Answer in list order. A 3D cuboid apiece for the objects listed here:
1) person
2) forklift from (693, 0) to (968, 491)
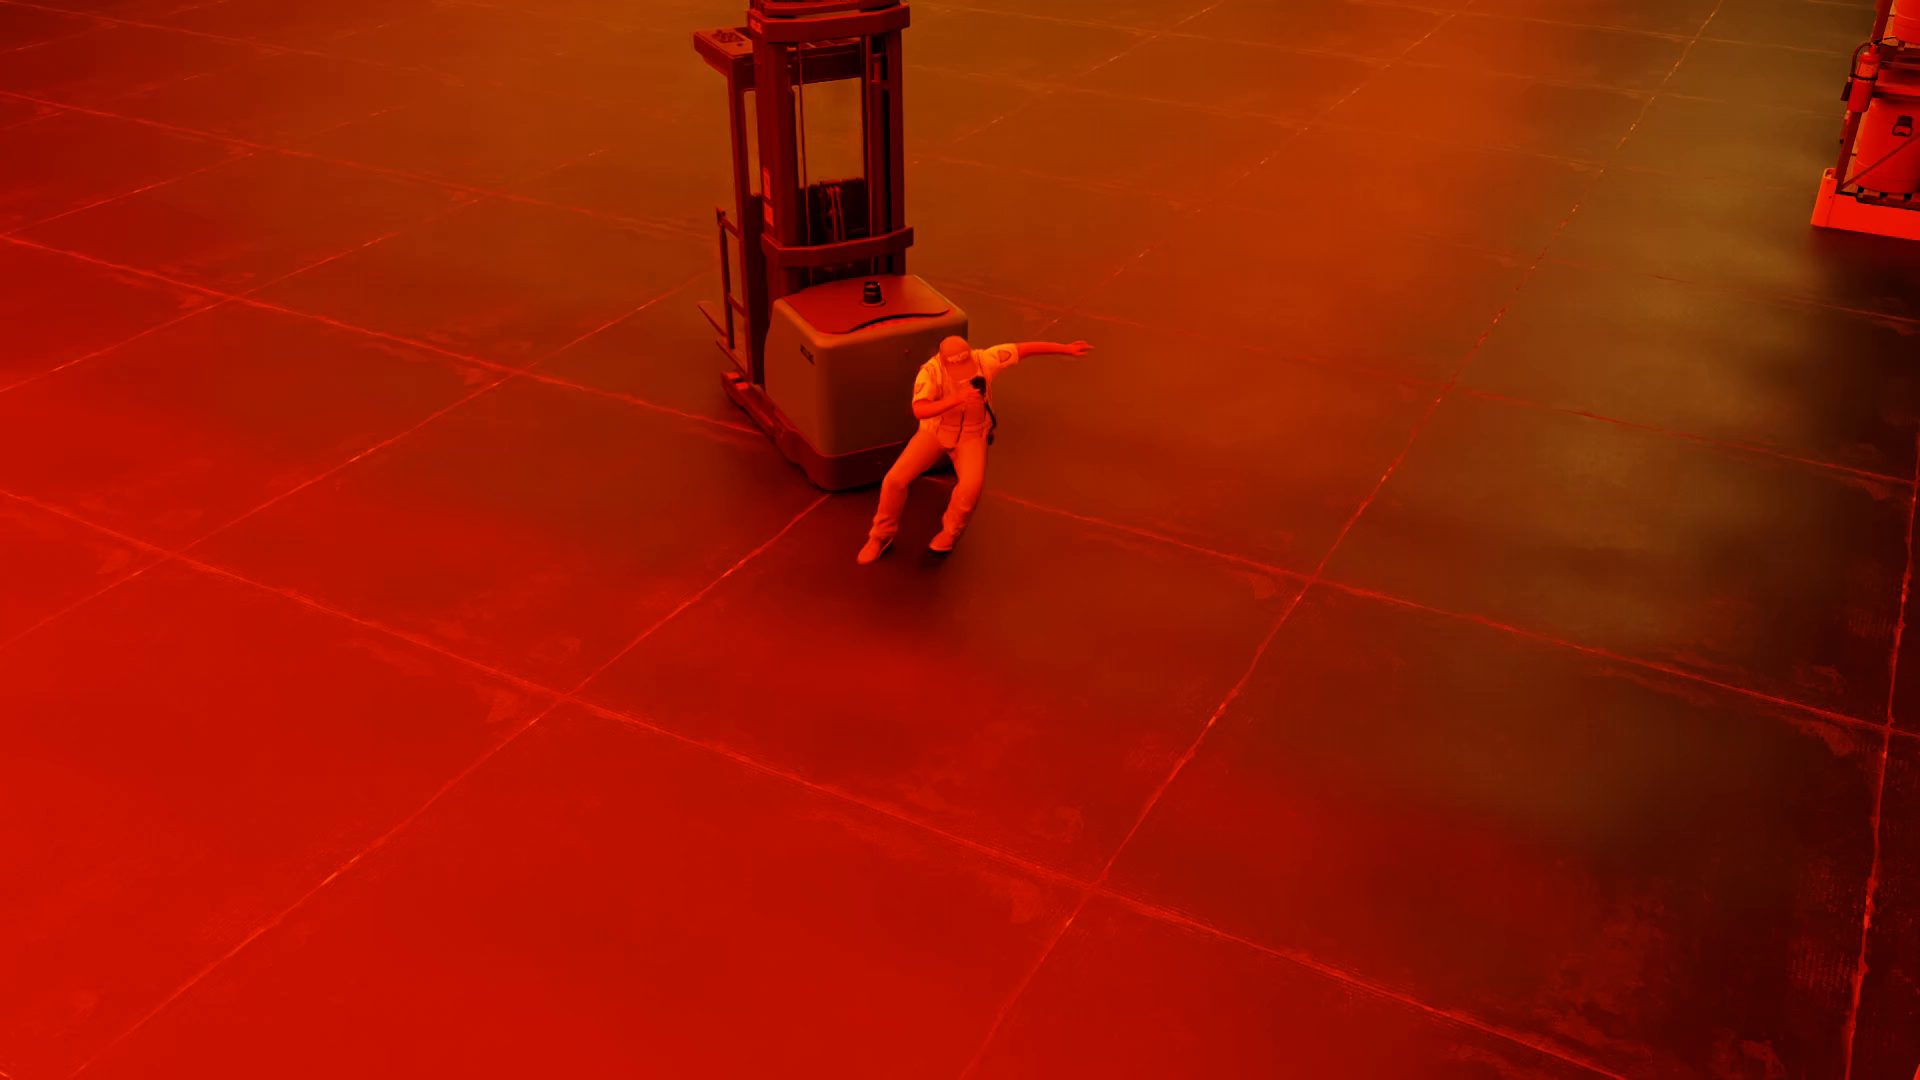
[{"bbox_3d":[0.079,-0.583,9.697,1.418,1.361,0.721,-3,30,-4],"label":"person"},{"bbox_3d":[-1.037,-2.292,11.042,1.130,2.935,3.031,-14,33,-22],"label":"forklift"}]
